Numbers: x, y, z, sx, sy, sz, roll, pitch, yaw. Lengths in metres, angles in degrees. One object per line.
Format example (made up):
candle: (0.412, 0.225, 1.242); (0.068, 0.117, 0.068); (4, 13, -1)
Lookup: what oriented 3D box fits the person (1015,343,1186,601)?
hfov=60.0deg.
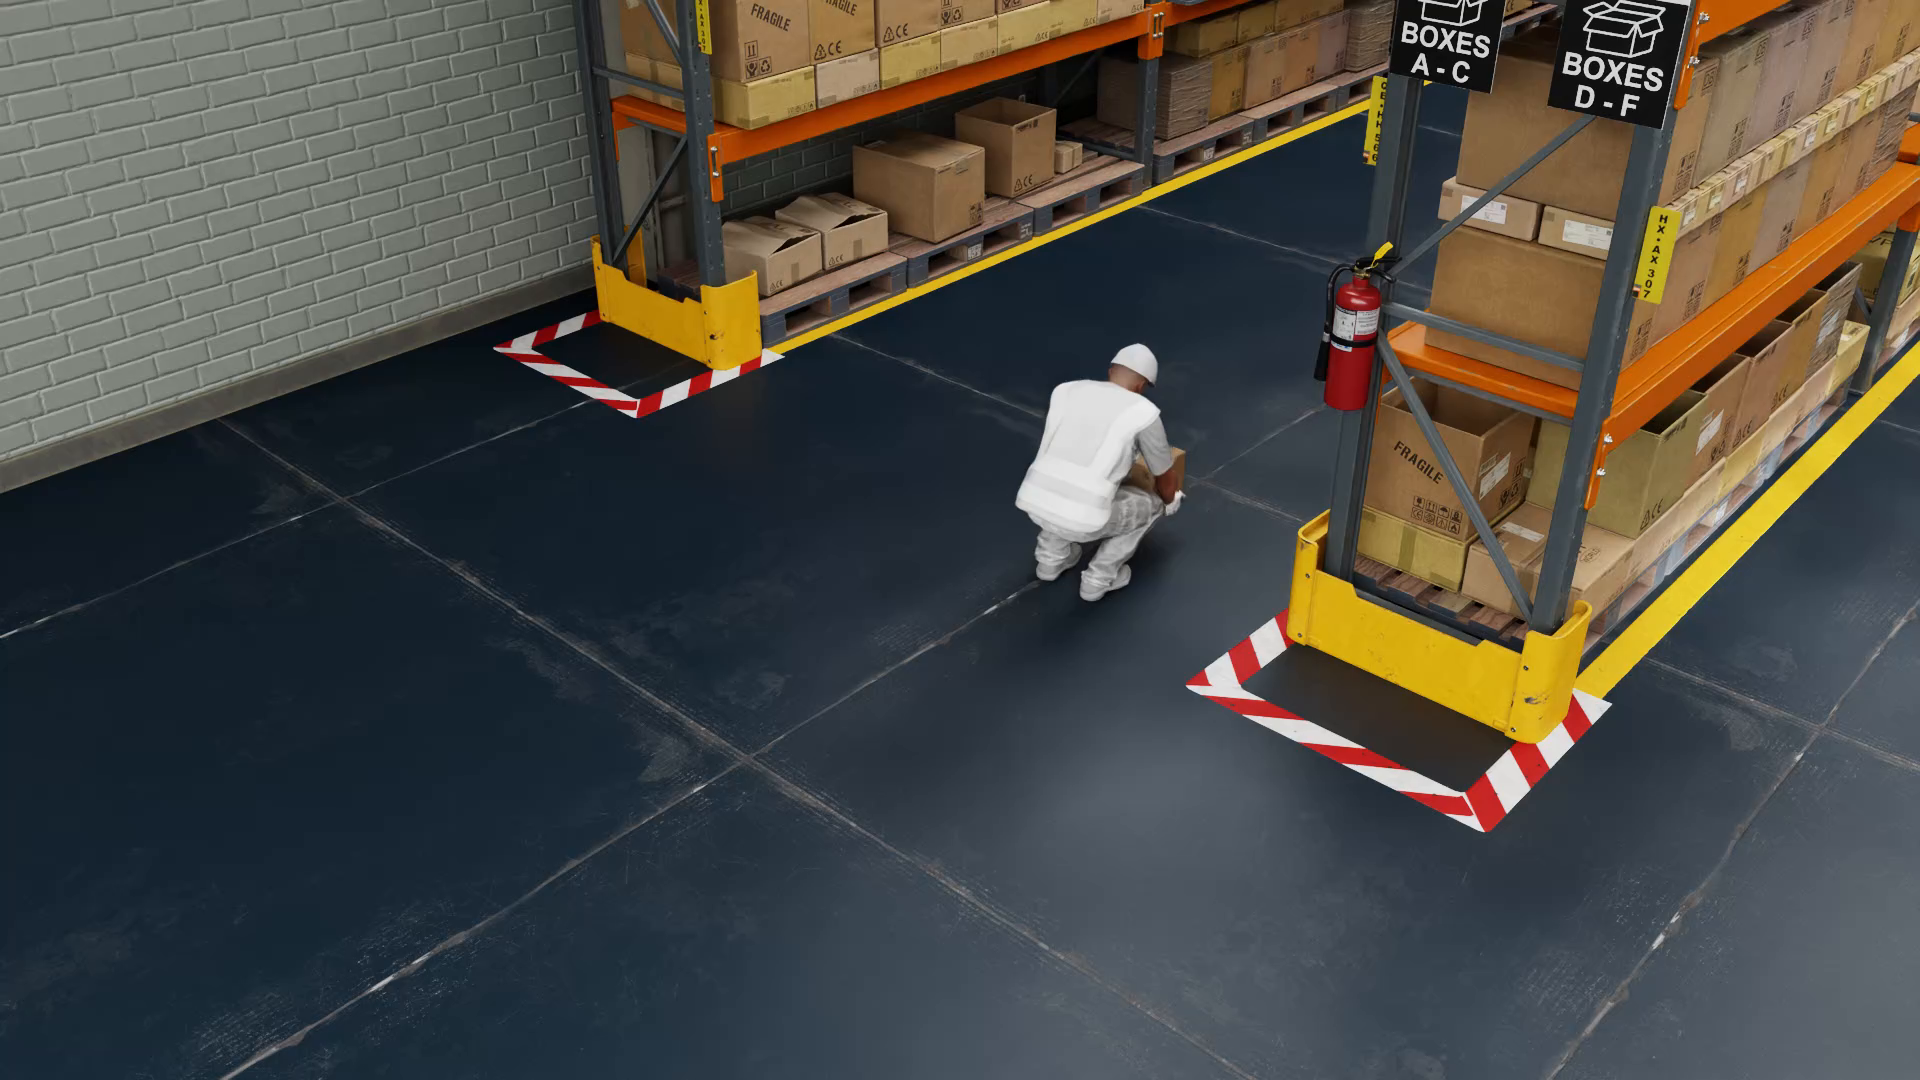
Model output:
person: (0.619, -0.312, 7.408); (0.578, 0.992, 0.907); (25, 39, 35)
